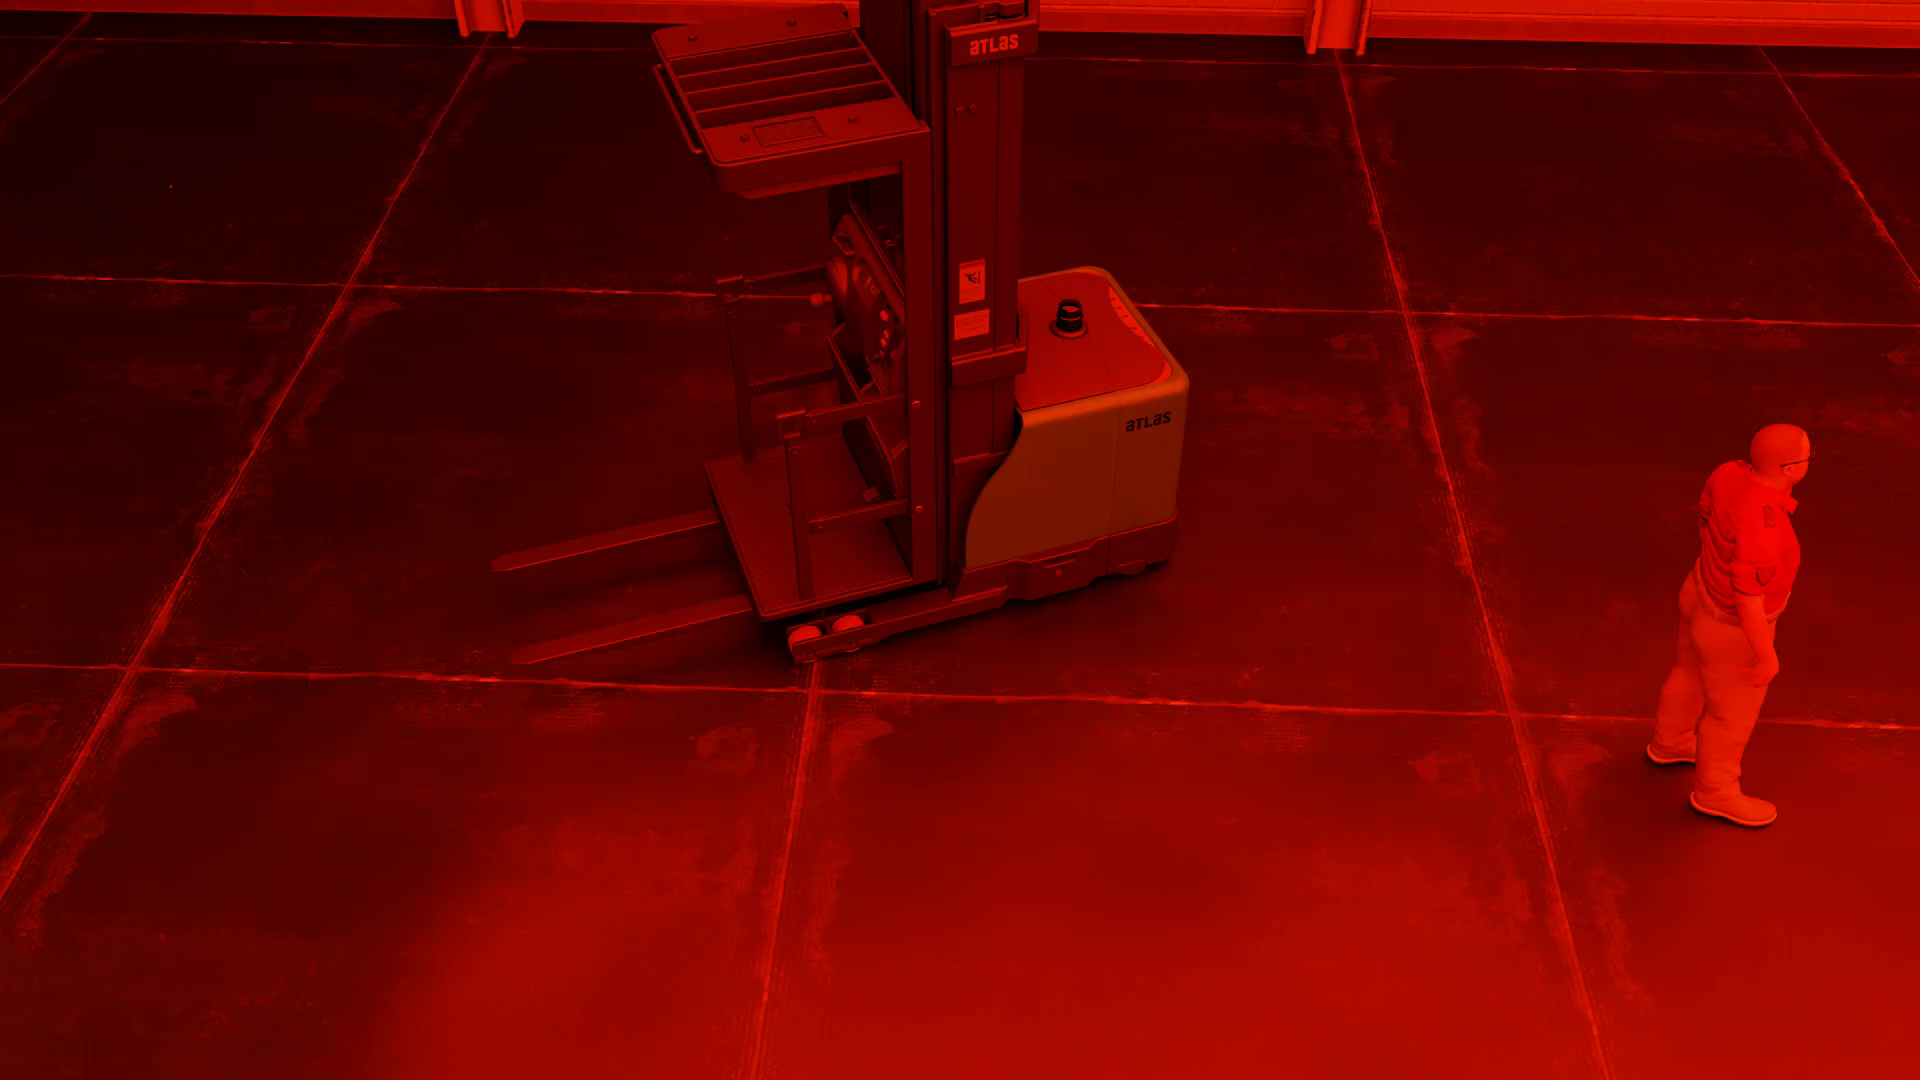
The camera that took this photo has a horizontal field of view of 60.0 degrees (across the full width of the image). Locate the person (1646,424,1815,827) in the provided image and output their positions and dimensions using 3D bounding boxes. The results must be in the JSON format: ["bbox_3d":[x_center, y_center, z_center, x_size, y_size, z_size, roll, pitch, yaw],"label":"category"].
[{"bbox_3d":[3.010,0.291,6.304,0.551,1.727,0.641,2,42,2],"label":"person"}]

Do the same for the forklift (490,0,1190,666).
[{"bbox_3d":[-0.573,-0.945,6.778,3.031,2.935,1.130,-13,44,-14],"label":"forklift"}]
